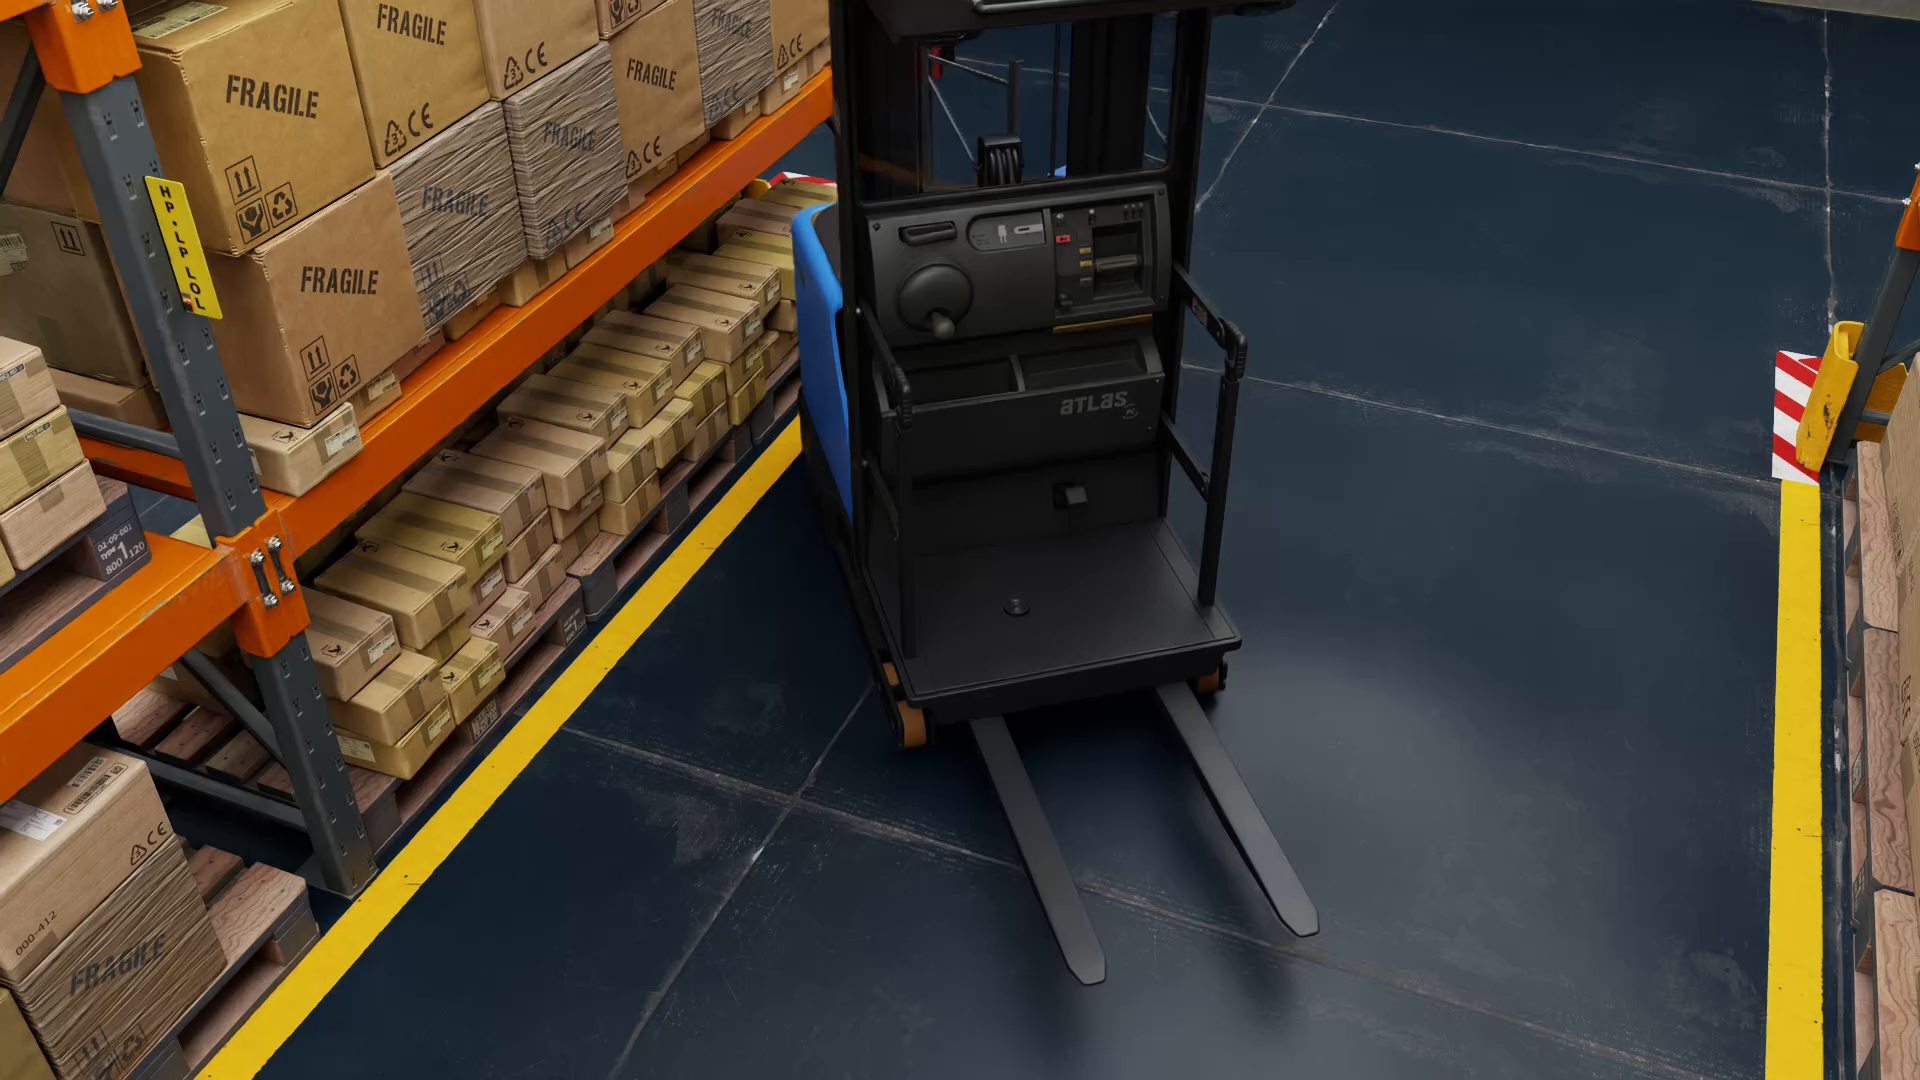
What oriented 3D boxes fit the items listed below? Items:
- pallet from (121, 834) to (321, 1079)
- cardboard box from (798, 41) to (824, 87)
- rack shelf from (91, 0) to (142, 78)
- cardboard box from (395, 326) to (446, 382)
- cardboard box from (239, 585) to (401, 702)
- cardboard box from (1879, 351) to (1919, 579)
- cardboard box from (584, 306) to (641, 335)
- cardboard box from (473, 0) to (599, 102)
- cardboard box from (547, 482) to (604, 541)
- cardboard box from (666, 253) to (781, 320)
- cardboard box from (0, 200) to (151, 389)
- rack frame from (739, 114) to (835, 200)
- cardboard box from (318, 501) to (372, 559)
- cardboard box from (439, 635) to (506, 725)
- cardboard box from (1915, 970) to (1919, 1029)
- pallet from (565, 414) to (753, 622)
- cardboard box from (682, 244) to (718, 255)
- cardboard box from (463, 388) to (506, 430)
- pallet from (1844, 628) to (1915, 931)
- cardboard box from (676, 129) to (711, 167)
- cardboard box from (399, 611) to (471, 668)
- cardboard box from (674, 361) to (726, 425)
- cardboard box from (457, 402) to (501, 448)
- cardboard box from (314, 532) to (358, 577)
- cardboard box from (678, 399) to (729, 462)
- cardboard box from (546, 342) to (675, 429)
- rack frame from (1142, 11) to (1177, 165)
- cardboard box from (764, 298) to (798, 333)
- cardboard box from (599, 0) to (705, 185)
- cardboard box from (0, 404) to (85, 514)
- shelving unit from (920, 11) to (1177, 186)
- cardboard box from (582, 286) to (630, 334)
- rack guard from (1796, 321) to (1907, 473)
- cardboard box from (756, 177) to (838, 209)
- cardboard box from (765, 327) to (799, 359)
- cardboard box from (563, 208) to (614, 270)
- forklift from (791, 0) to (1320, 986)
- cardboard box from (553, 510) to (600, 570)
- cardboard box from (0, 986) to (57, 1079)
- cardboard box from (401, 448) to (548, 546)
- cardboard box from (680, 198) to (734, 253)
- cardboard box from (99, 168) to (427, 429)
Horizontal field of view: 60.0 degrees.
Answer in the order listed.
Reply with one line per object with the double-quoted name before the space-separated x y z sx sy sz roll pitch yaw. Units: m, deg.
"pallet" -2.500 1.254 4.396 1.003 0.211 1.213 14 39 18
"cardboard box" -0.757 -1.892 6.486 0.380 0.149 0.250 13 39 17
"rack shelf" -1.444 -2.315 4.937 1.077 0.370 4.000 14 39 18
"cardboard box" -1.713 -0.596 4.751 0.380 0.149 0.250 12 38 16
"cardboard box" -1.883 0.297 4.880 0.380 0.149 0.250 15 39 20
"cardboard box" 3.774 -0.191 5.790 0.875 0.438 0.875 13 39 16
"cardboard box" -1.499 -0.843 6.654 0.380 0.149 0.250 12 38 16
"cardboard box" -1.405 -1.611 4.733 0.500 0.500 0.500 14 39 18
"cardboard box" -1.467 -0.167 5.750 0.380 0.149 0.250 16 40 20
"cardboard box" -0.937 -0.996 6.610 0.380 0.149 0.250 12 39 16
"cardboard box" -2.283 -0.786 4.464 0.500 0.500 0.500 14 39 18
"rack frame" -0.684 -2.509 7.102 1.000 3.000 0.127 14 39 18
"cardboard box" -2.162 -0.105 5.419 0.380 0.149 0.250 13 39 17
"cardboard box" -1.669 0.403 5.235 0.380 0.149 0.250 15 39 19
"cardboard box" 2.749 1.312 3.779 0.875 0.438 0.875 13 39 17
"pallet" -1.520 -0.235 6.389 1.003 0.211 1.213 14 39 18
"cardboard box" -1.277 -1.284 7.245 0.380 0.149 0.250 14 39 18
"cardboard box" -1.882 -0.554 6.020 0.380 0.149 0.250 13 39 16
"pallet" 3.235 0.813 4.986 1.003 0.211 1.213 14 39 18
"cardboard box" -1.118 -1.471 5.922 0.380 0.149 0.250 12 38 16
"cardboard box" -1.758 0.272 5.163 0.380 0.149 0.250 14 39 18
"cardboard box" -1.116 -0.582 6.305 0.380 0.149 0.250 16 40 20
"cardboard box" -1.817 -0.398 6.059 0.380 0.149 0.250 12 38 16
"cardboard box" -2.202 0.008 5.516 0.380 0.149 0.250 13 39 16
"cardboard box" -1.119 -0.463 6.394 0.380 0.149 0.250 15 39 19
"cardboard box" -1.265 -0.562 6.030 0.380 0.149 0.250 14 39 18
"rack frame" 0.735 -1.702 7.274 0.500 1.500 0.032 30 46 33
"cardboard box" -0.816 -1.009 6.877 0.380 0.149 0.250 12 38 16
"cardboard box" -1.201 -1.520 5.447 0.500 0.500 0.500 16 40 20
"cardboard box" -2.174 -0.216 3.644 0.380 0.149 0.250 15 39 19
"shelving unit" 0.385 -1.481 6.979 0.538 1.500 1.048 30 46 33
"cardboard box" -1.537 -0.963 6.567 0.380 0.149 0.250 15 39 20
"rack guard" 3.942 -0.450 6.434 1.175 0.500 0.348 14 39 18
"cardboard box" -0.651 -1.423 7.182 0.380 0.149 0.250 14 39 18
"cardboard box" -0.875 -0.904 6.985 0.380 0.149 0.250 14 39 18
"cardboard box" -1.339 -1.016 5.314 0.380 0.149 0.250 16 39 20
"forklift" 0.247 -0.763 4.822 1.130 2.935 3.031 -9 38 -12
"cardboard box" -1.502 -0.055 5.848 0.380 0.149 0.250 12 38 16
"cardboard box" -2.450 1.290 3.756 0.500 0.500 0.500 13 39 17
"cardboard box" -1.594 -0.142 5.469 0.380 0.149 0.250 13 39 17
"cardboard box" -1.191 -1.381 7.126 0.380 0.149 0.250 15 39 19
"cardboard box" -1.784 -0.671 4.310 0.500 0.500 0.500 13 39 17
